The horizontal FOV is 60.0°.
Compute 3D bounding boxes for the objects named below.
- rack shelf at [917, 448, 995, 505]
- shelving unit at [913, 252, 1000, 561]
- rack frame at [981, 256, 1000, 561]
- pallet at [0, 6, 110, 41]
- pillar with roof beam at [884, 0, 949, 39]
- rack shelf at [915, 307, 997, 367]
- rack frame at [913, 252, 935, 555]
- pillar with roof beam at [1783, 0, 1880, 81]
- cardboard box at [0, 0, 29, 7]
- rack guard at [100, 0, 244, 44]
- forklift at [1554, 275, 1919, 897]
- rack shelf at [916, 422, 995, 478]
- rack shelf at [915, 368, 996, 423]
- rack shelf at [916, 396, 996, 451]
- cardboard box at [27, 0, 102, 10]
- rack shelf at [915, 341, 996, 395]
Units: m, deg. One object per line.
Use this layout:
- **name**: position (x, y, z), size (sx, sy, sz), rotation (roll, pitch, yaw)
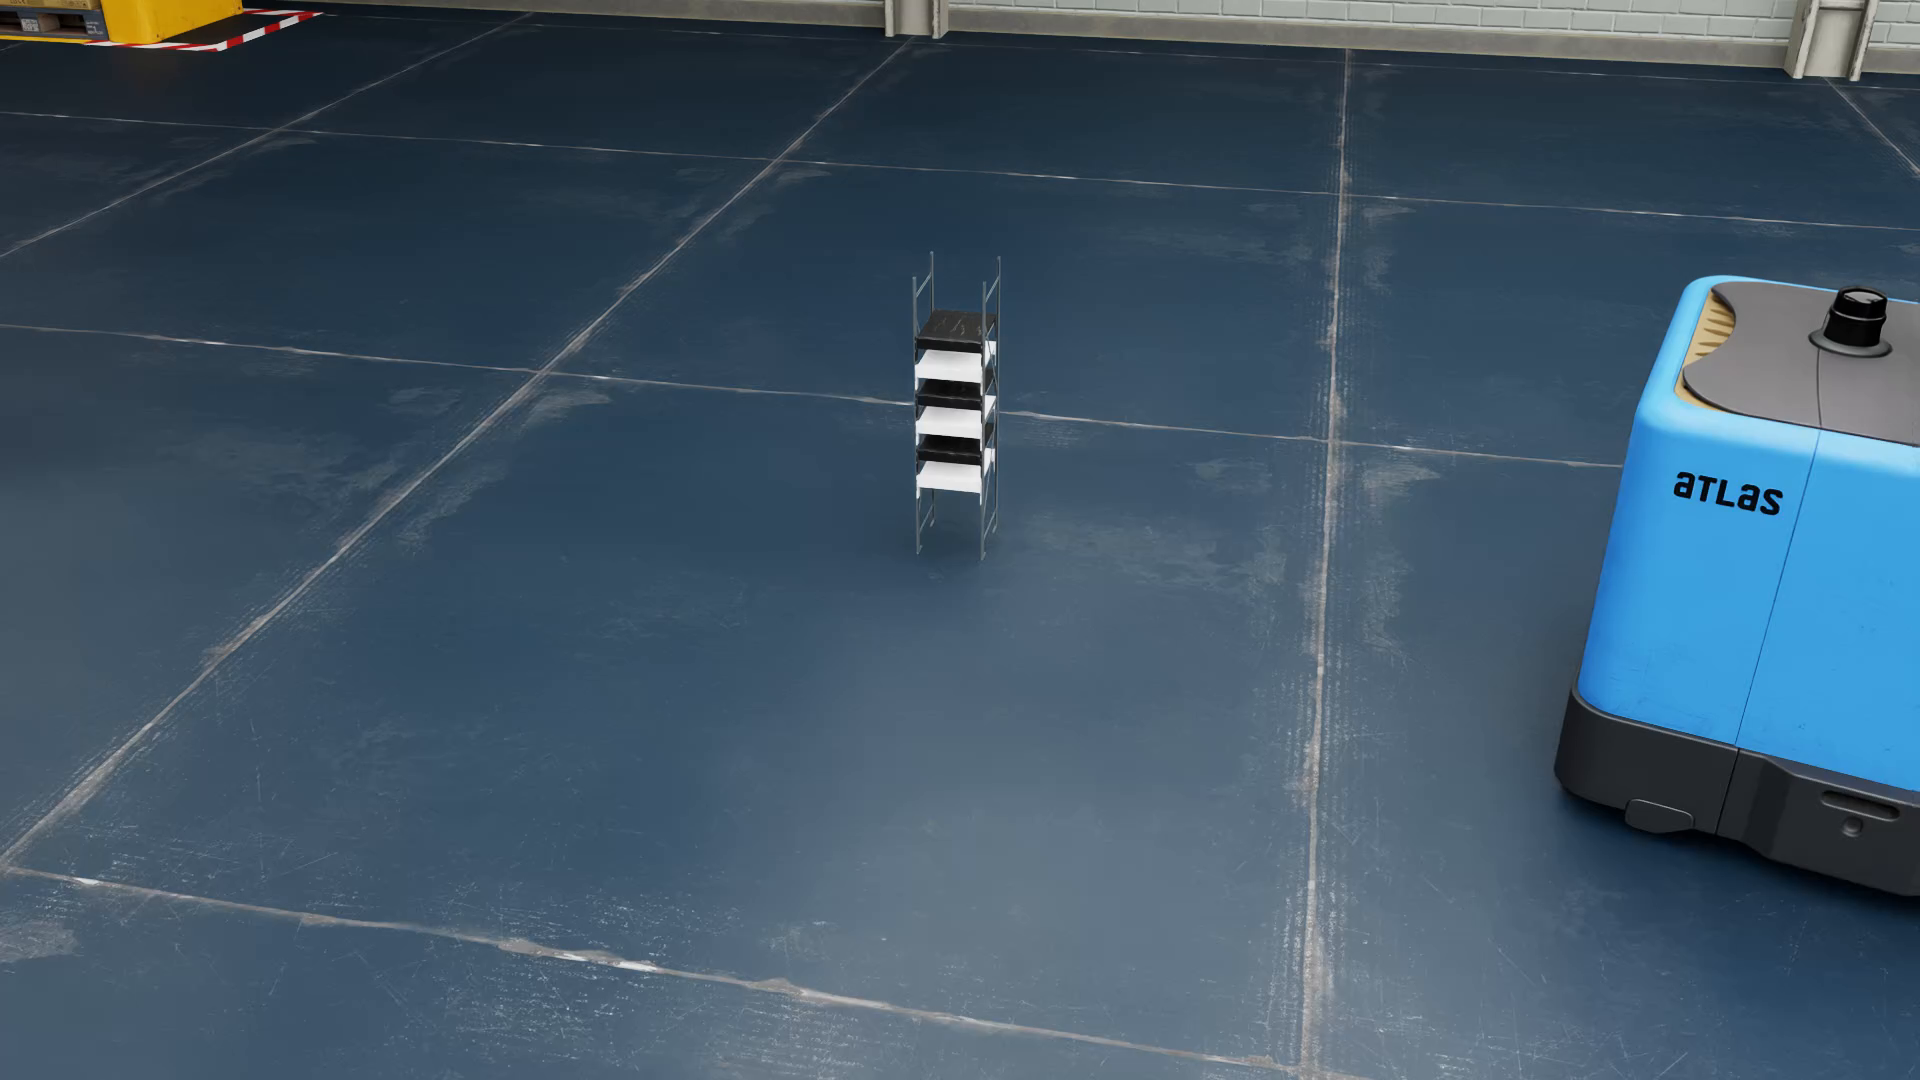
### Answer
- **rack shelf**: position (-0.008, -0.208, 5.138), size (0.200, 0.077, 0.258), rotation (6, 29, 11)
- **shelving unit**: position (-0.008, -0.396, 5.035), size (0.210, 0.900, 0.258), rotation (6, 29, 11)
- **rack frame**: position (0.091, -0.385, 5.017), size (0.006, 0.900, 0.240), rotation (6, 29, 11)
- **pallet**: position (-6.436, -3.874, 12.107), size (1.213, 0.211, 1.003), rotation (6, 29, 11)
- **pillar with roof beam**: position (-1.203, -5.541, 6.001), size (0.400, 9.000, 9.100), rotation (6, 29, 11)
- **rack shelf**: position (-0.008, -0.603, 4.922), size (0.200, 0.077, 0.258), rotation (6, 29, 11)
- **rack frame**: position (-0.107, -0.406, 5.054), size (0.006, 0.900, 0.240), rotation (6, 29, 11)
- **pillar with roof beam**: position (4.664, -4.940, 4.902), size (0.400, 9.000, 9.100), rotation (6, 29, 11)
- **cardboard box**: position (-6.689, -3.971, 11.807), size (0.500, 0.250, 0.500), rotation (6, 29, 11)
- **rack guard**: position (-5.656, -3.941, 11.929), size (0.348, 0.500, 1.175), rotation (6, 29, 11)
- **forklift**: position (2.999, -0.511, 3.131), size (3.031, 2.935, 1.130), rotation (14, 32, 24)
- **rack shelf**: position (-0.008, -0.287, 5.095), size (0.200, 0.077, 0.258), rotation (6, 29, 11)
- **rack shelf**: position (-0.008, -0.445, 5.008), size (0.200, 0.077, 0.258), rotation (6, 29, 11)
- **rack shelf**: position (-0.008, -0.366, 5.051), size (0.200, 0.077, 0.258), rotation (6, 29, 11)
- **cardboard box**: position (-6.205, -3.917, 11.707), size (0.500, 0.250, 0.500), rotation (6, 29, 11)
- **rack shelf**: position (-0.008, -0.524, 4.965), size (0.200, 0.077, 0.258), rotation (6, 29, 11)
